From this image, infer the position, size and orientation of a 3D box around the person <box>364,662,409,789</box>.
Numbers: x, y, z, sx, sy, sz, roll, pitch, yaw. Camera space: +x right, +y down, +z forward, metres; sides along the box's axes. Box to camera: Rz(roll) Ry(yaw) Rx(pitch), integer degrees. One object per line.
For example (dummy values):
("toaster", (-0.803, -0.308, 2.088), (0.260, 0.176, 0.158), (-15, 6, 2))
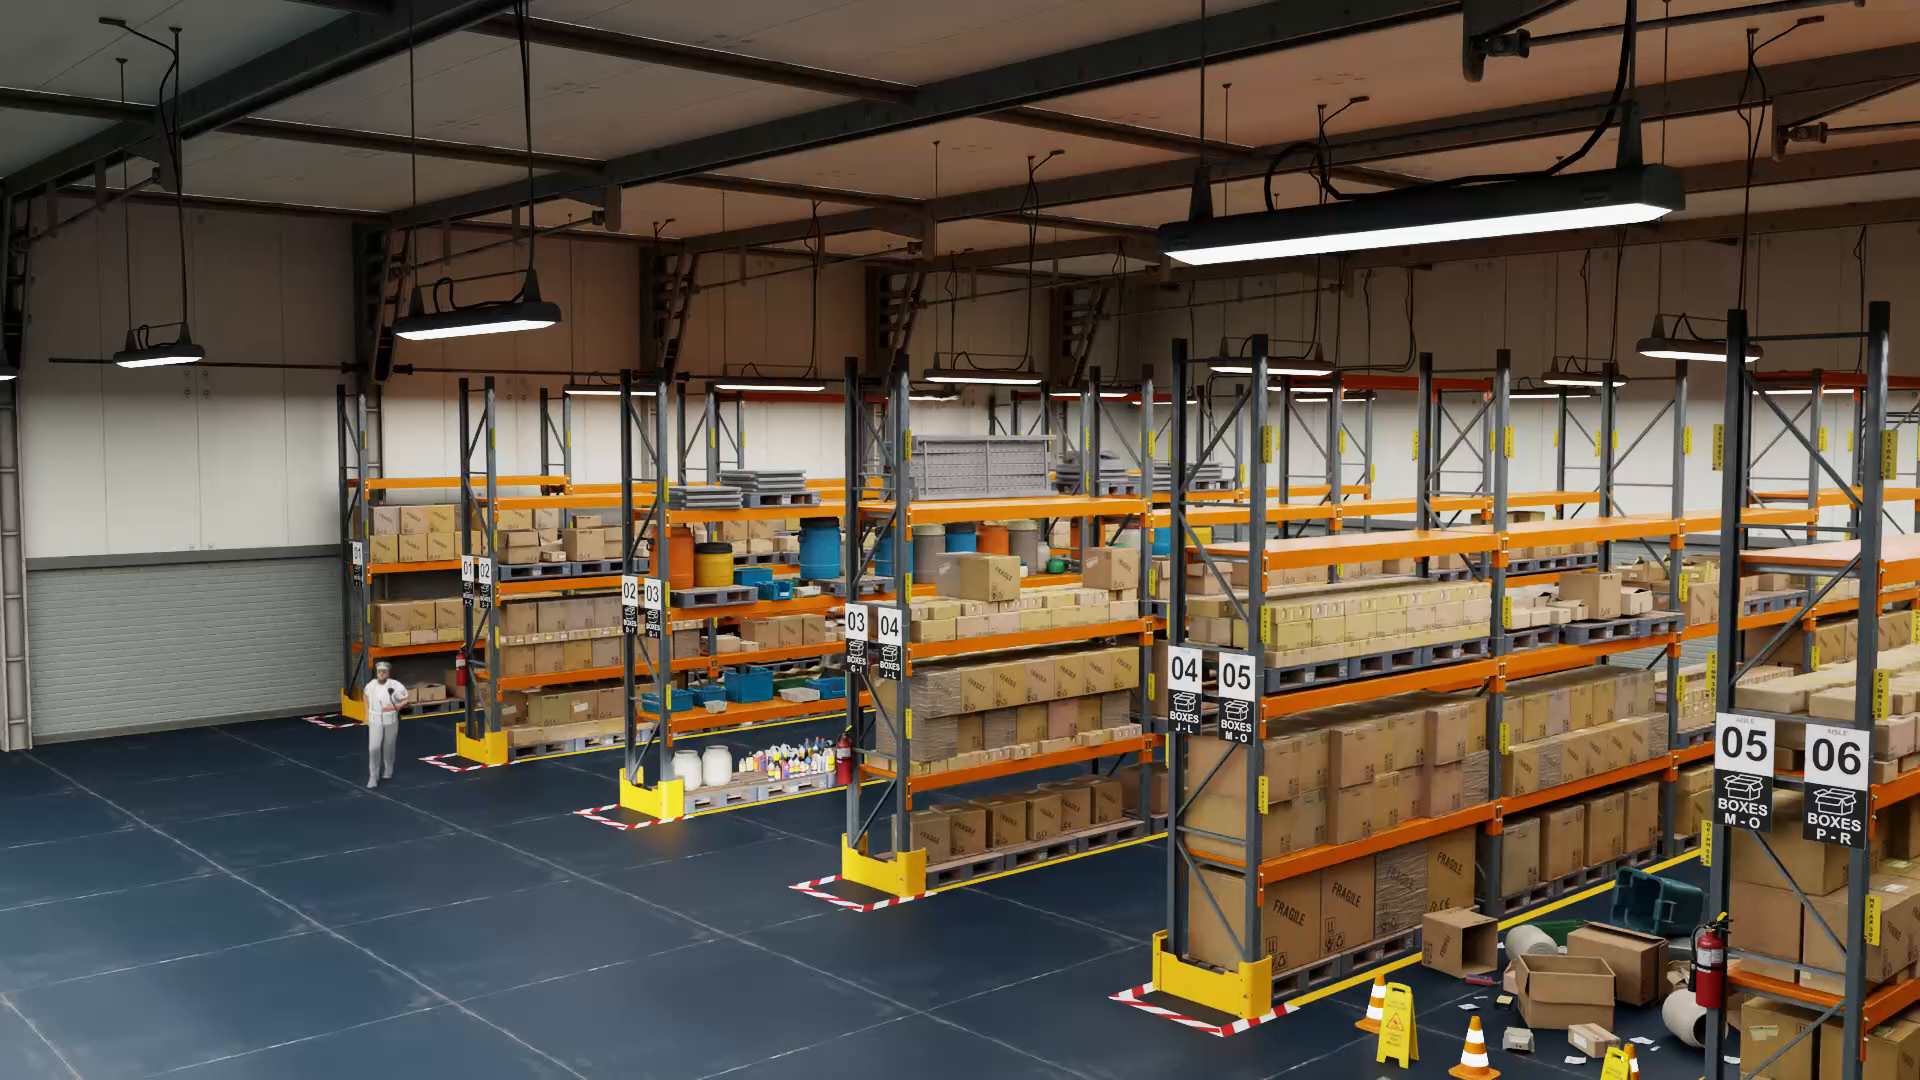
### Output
("person", (-8.420, 2.684, 24.413), (0.661, 1.848, 0.808), (-1, 4, -12))

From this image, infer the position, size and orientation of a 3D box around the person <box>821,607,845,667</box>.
("person", (-2.567, 2.147, 32.644), (0.686, 1.721, 0.593), (3, 5, 41))
